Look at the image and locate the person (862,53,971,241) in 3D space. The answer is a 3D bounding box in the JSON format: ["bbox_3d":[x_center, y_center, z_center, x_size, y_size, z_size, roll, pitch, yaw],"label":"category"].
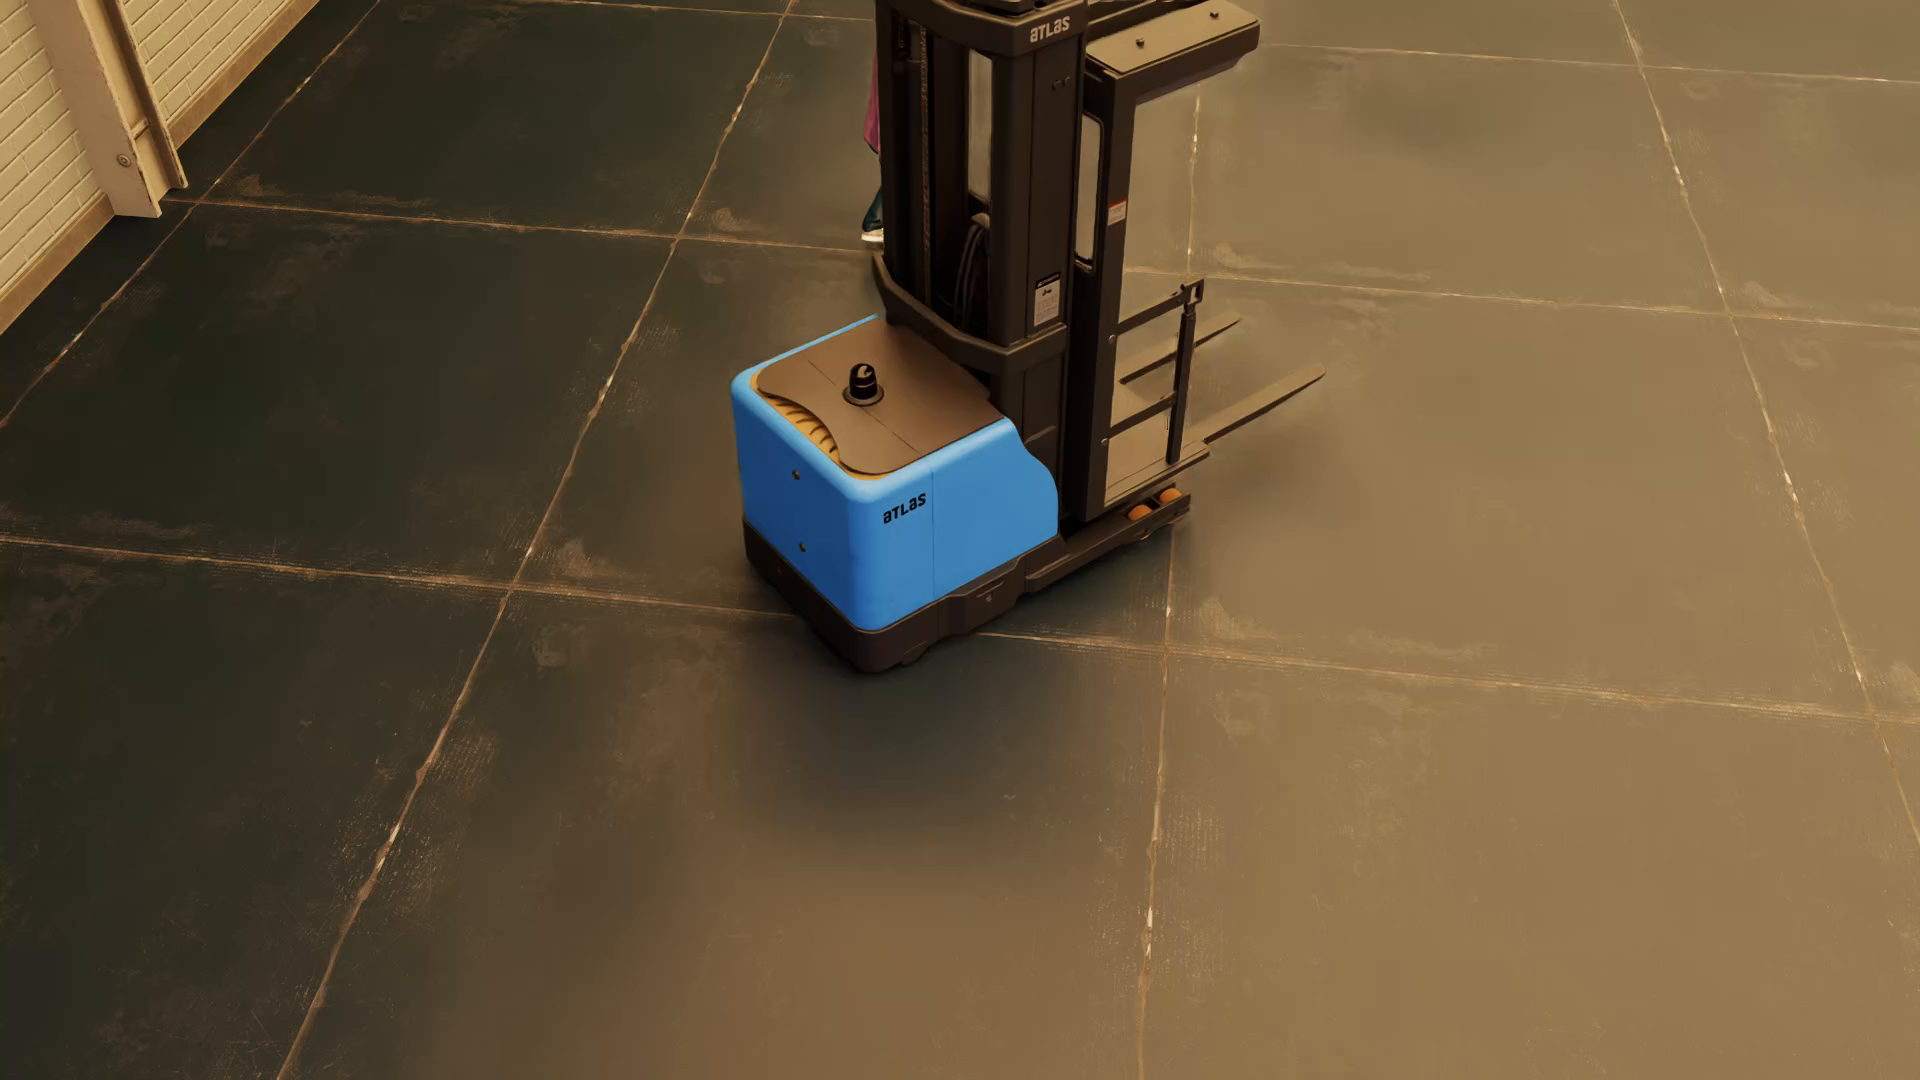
[{"bbox_3d":[-0.213,-2.282,9.302,0.774,1.474,0.744,-21,46,-21],"label":"person"}]

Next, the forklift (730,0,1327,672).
[{"bbox_3d":[0.479,-1.336,7.179,3.031,2.935,1.130,-28,49,-27],"label":"forklift"}]
